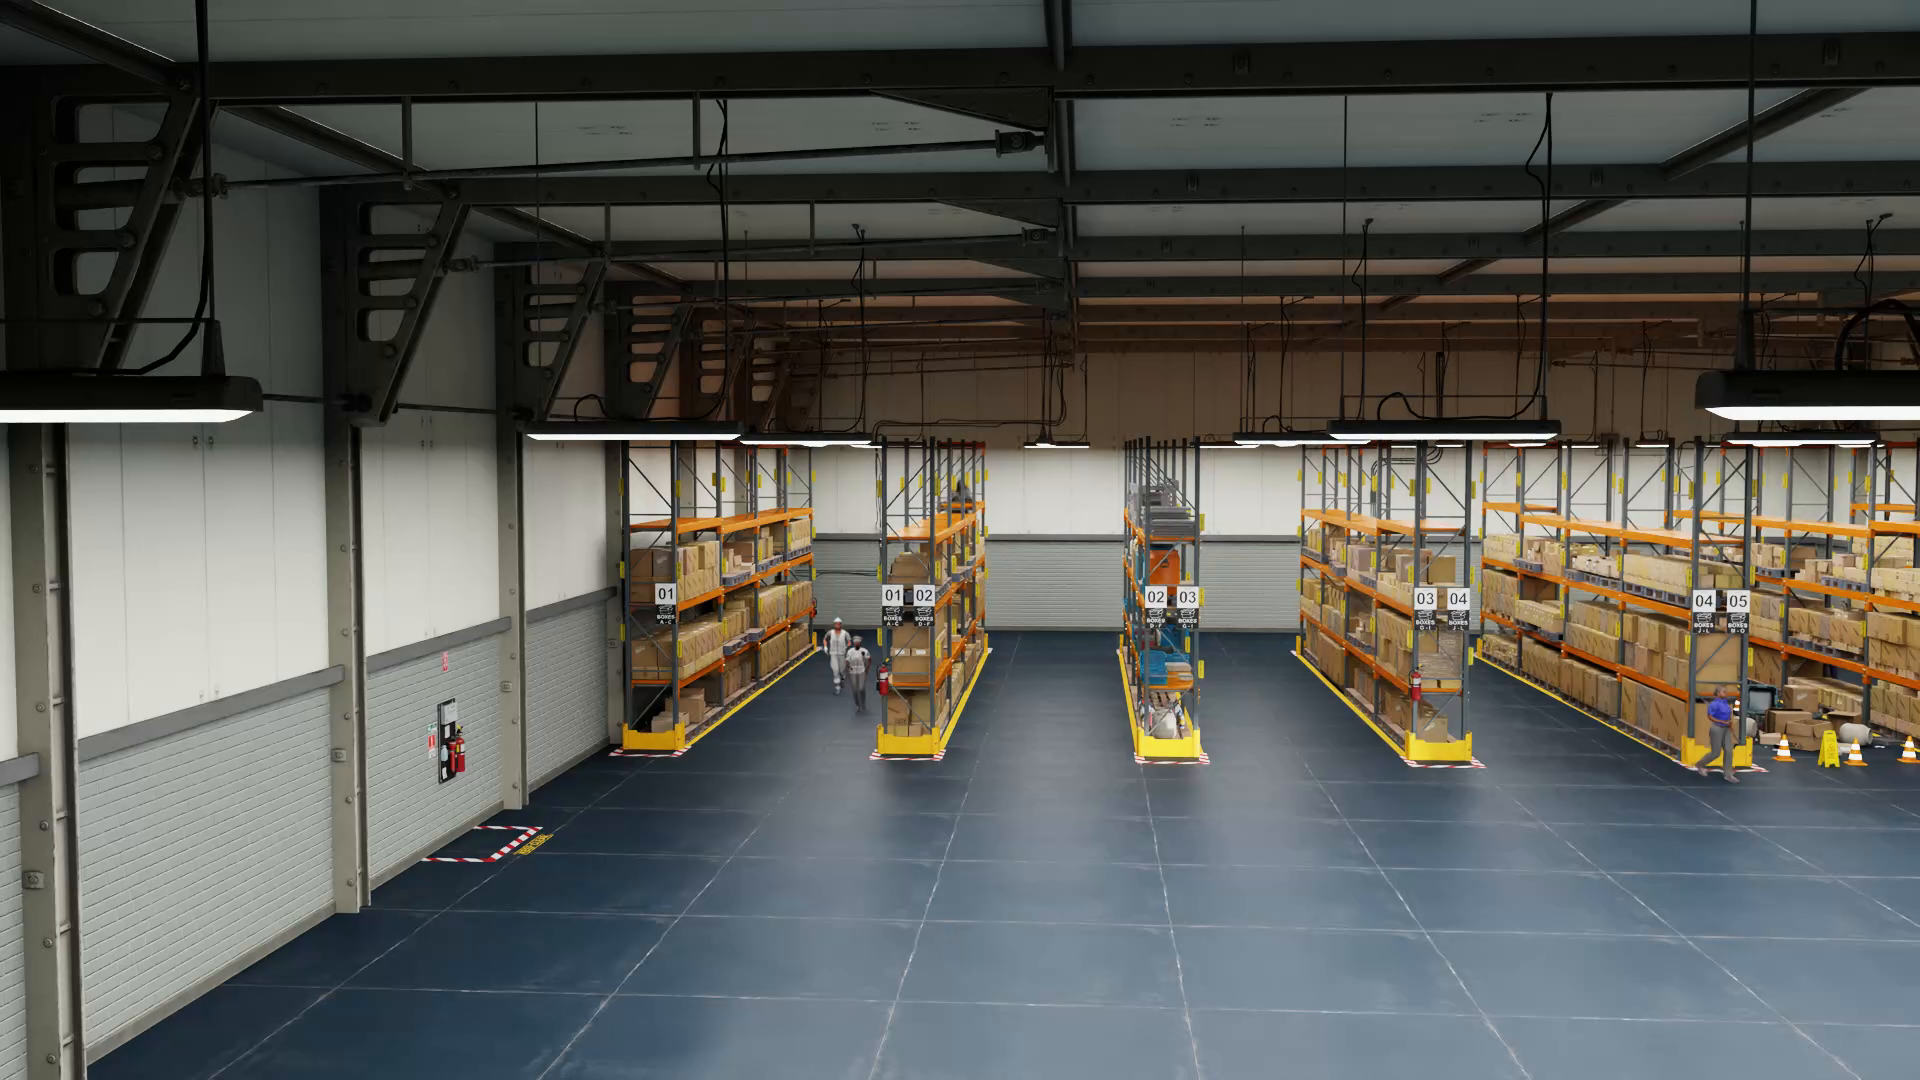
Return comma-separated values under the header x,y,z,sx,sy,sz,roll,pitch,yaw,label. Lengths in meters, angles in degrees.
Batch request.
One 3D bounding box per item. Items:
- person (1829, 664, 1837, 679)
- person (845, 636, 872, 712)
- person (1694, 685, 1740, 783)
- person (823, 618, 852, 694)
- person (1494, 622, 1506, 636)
x,y,z,sx,sy,sz,roll,pitch,yaw,label
21.246,2.741,40.700,0.623,1.644,0.636,0,3,6,person
-2.243,2.934,36.459,0.571,1.676,0.627,0,3,3,person
13.183,3.347,28.902,0.597,1.659,0.776,-2,4,-34,person
-2.906,2.732,39.381,0.686,1.764,0.867,0,3,-4,person
15.526,2.392,47.534,0.507,1.626,0.608,2,4,38,person
